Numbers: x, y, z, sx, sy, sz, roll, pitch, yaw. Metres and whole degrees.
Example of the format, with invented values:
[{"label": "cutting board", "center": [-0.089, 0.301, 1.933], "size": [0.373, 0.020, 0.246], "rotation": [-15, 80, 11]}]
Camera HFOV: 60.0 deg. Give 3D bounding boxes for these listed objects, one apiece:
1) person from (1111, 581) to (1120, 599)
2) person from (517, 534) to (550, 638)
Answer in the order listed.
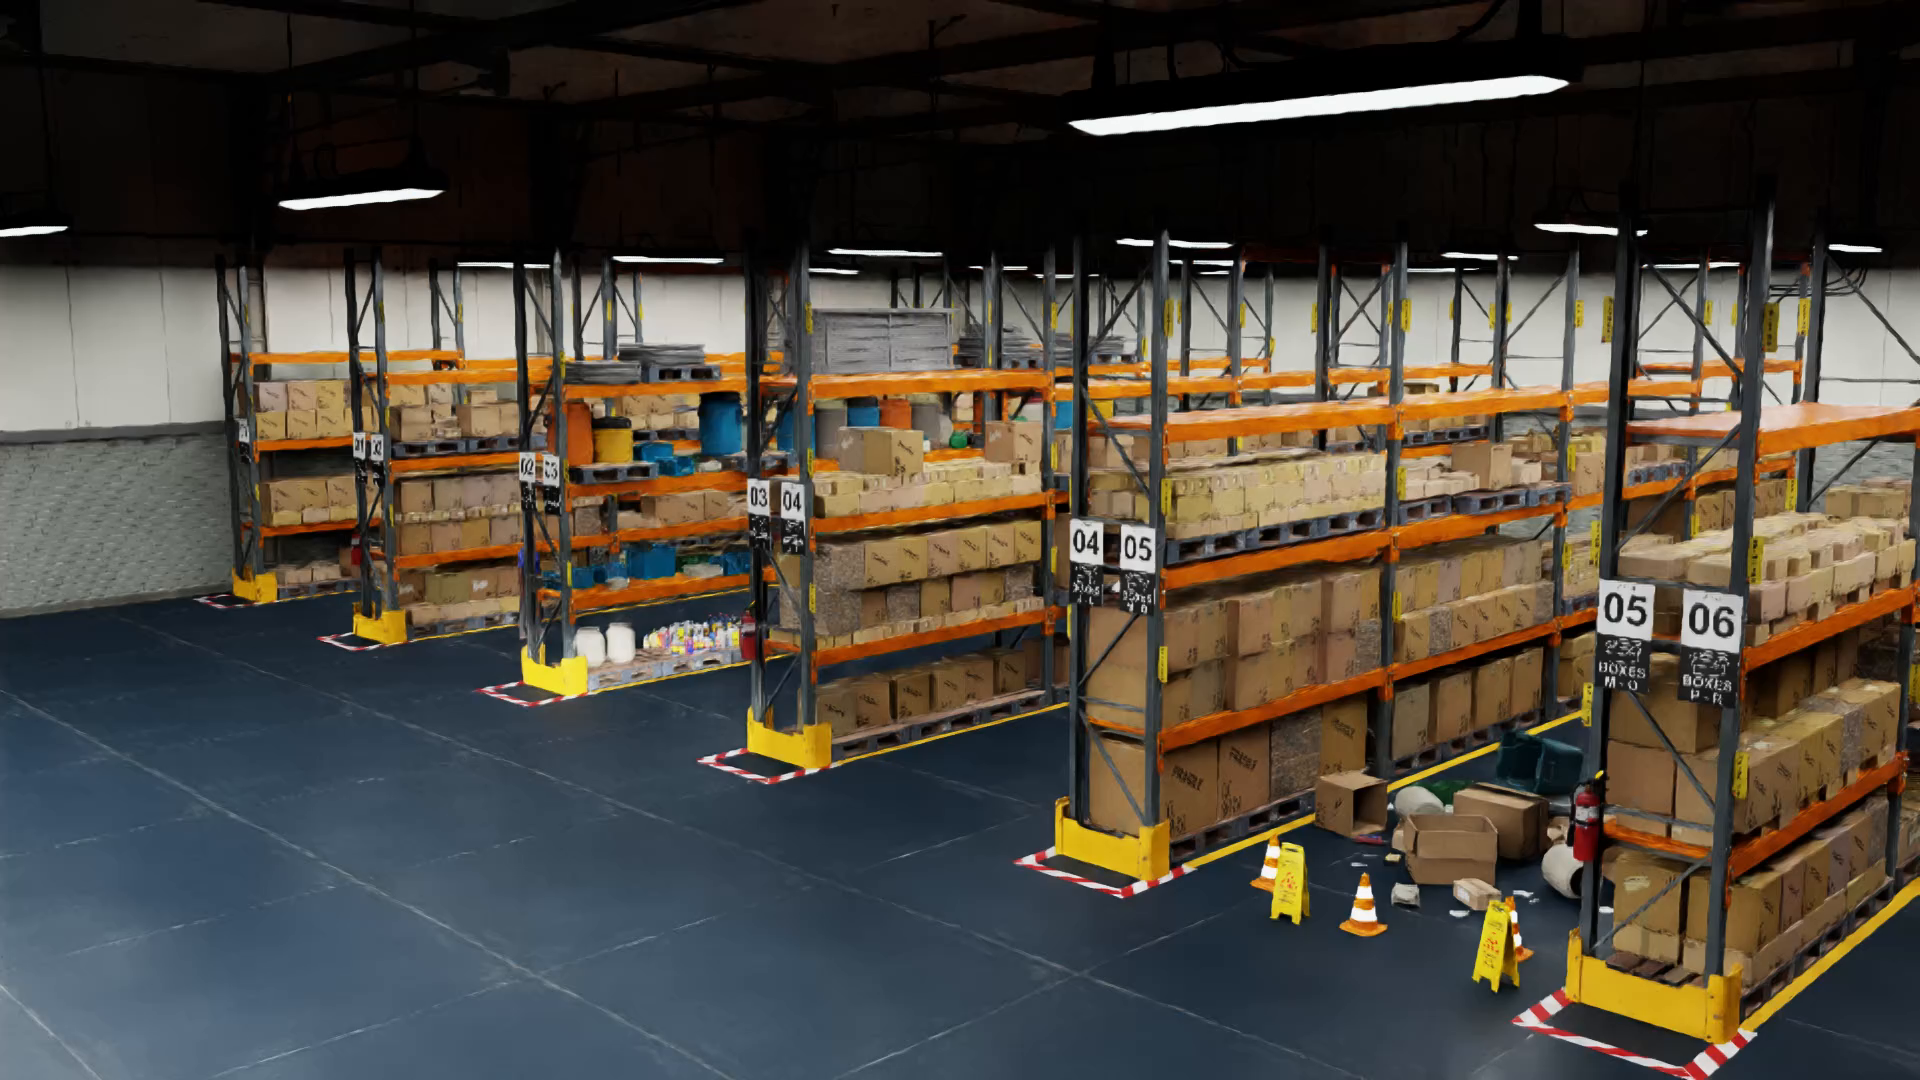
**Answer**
[{"label": "person", "center": [2.073, 1.356, 20.958], "size": [0.702, 1.735, 0.549], "rotation": [7, 11, 42]}, {"label": "person", "center": [-6.668, 0.678, 25.871], "size": [0.375, 1.648, 0.570], "rotation": [3, 9, 22]}]
